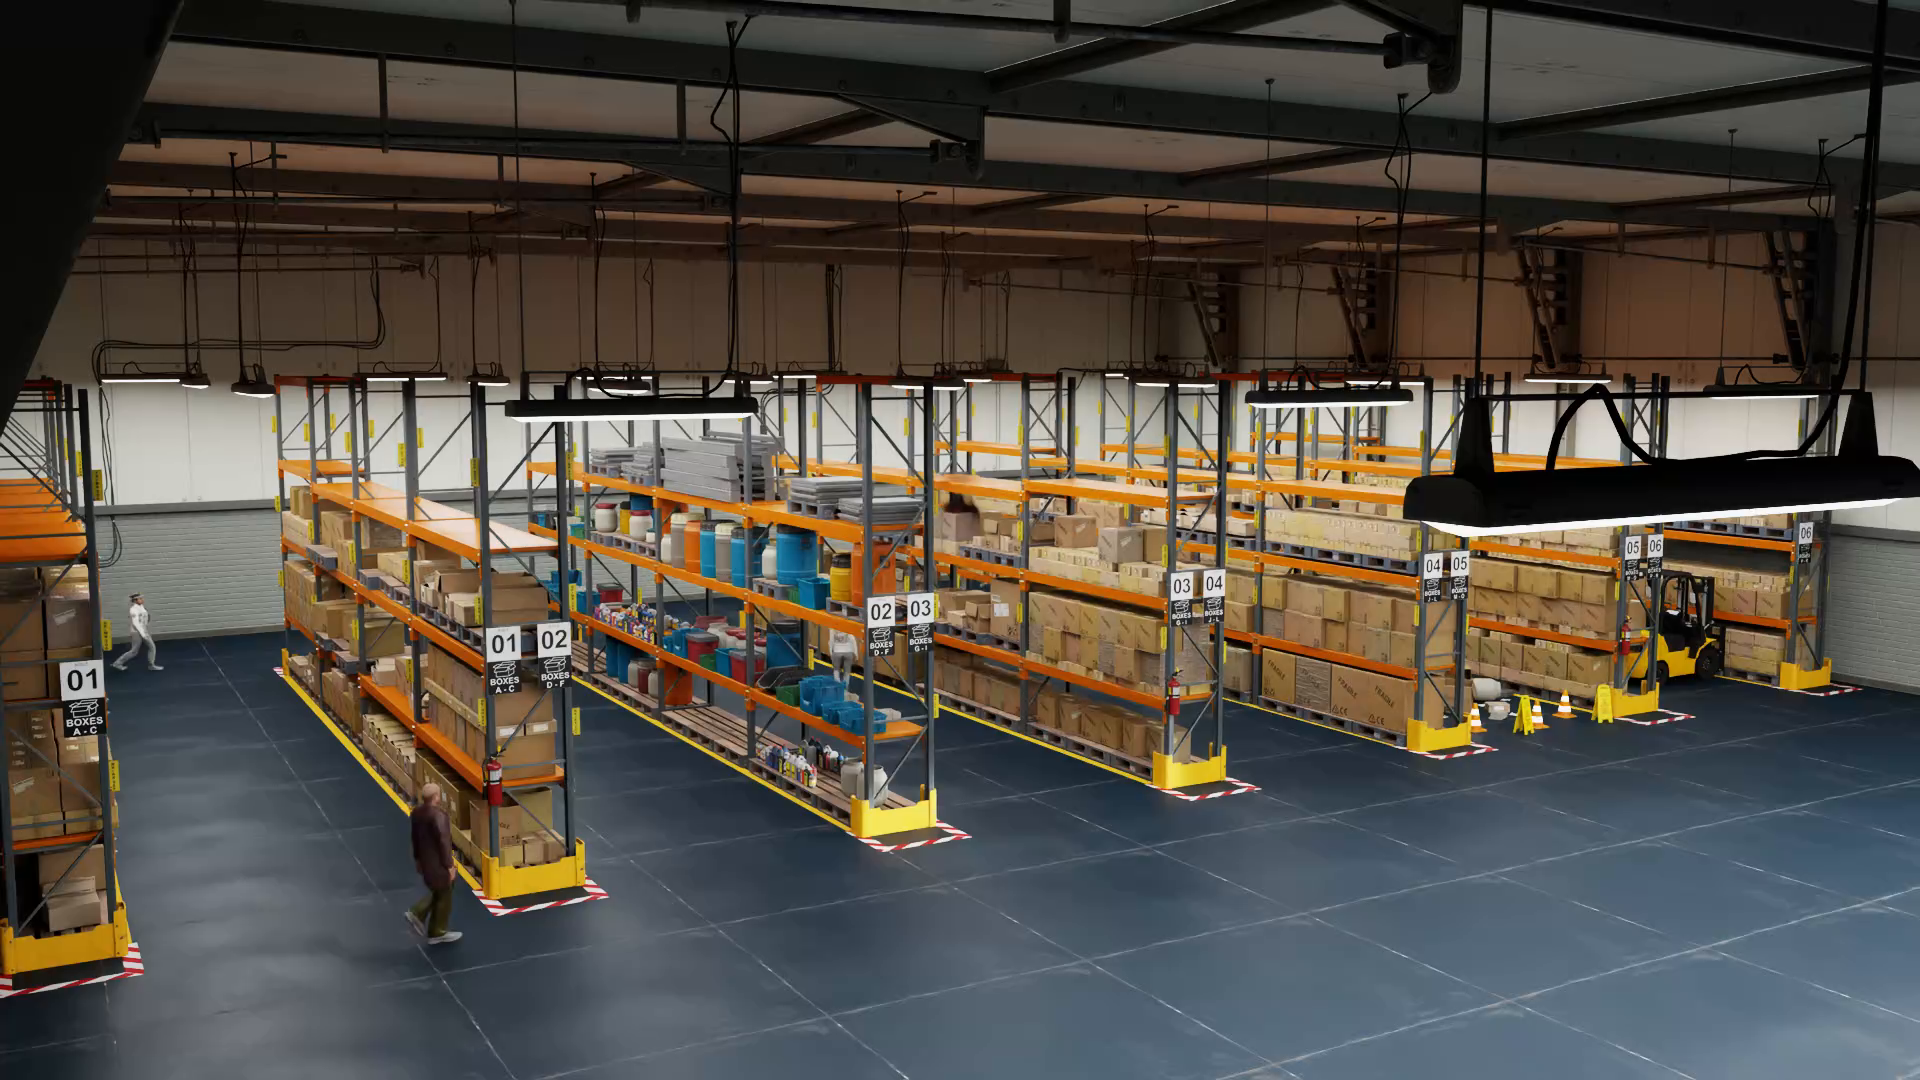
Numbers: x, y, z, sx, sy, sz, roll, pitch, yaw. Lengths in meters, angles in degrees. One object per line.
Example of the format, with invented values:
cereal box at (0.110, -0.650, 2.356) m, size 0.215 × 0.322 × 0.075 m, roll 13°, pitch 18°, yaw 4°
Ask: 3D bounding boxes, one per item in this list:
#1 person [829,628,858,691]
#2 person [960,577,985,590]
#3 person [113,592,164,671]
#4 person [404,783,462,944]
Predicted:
person at (-2.050, 2.009, 29.263) m, size 0.515 × 1.673 × 0.430 m, roll 1°, pitch 6°, yaw 10°
person at (0.299, 0.492, 45.398) m, size 0.886 × 1.730 × 0.576 m, roll -5°, pitch 8°, yaw -40°
person at (-16.590, 1.849, 33.493) m, size 0.907 × 1.626 × 0.514 m, roll -2°, pitch 7°, yaw -16°
person at (-5.664, 3.476, 17.919) m, size 0.531 × 1.760 × 0.594 m, roll -4°, pitch 7°, yaw -30°
